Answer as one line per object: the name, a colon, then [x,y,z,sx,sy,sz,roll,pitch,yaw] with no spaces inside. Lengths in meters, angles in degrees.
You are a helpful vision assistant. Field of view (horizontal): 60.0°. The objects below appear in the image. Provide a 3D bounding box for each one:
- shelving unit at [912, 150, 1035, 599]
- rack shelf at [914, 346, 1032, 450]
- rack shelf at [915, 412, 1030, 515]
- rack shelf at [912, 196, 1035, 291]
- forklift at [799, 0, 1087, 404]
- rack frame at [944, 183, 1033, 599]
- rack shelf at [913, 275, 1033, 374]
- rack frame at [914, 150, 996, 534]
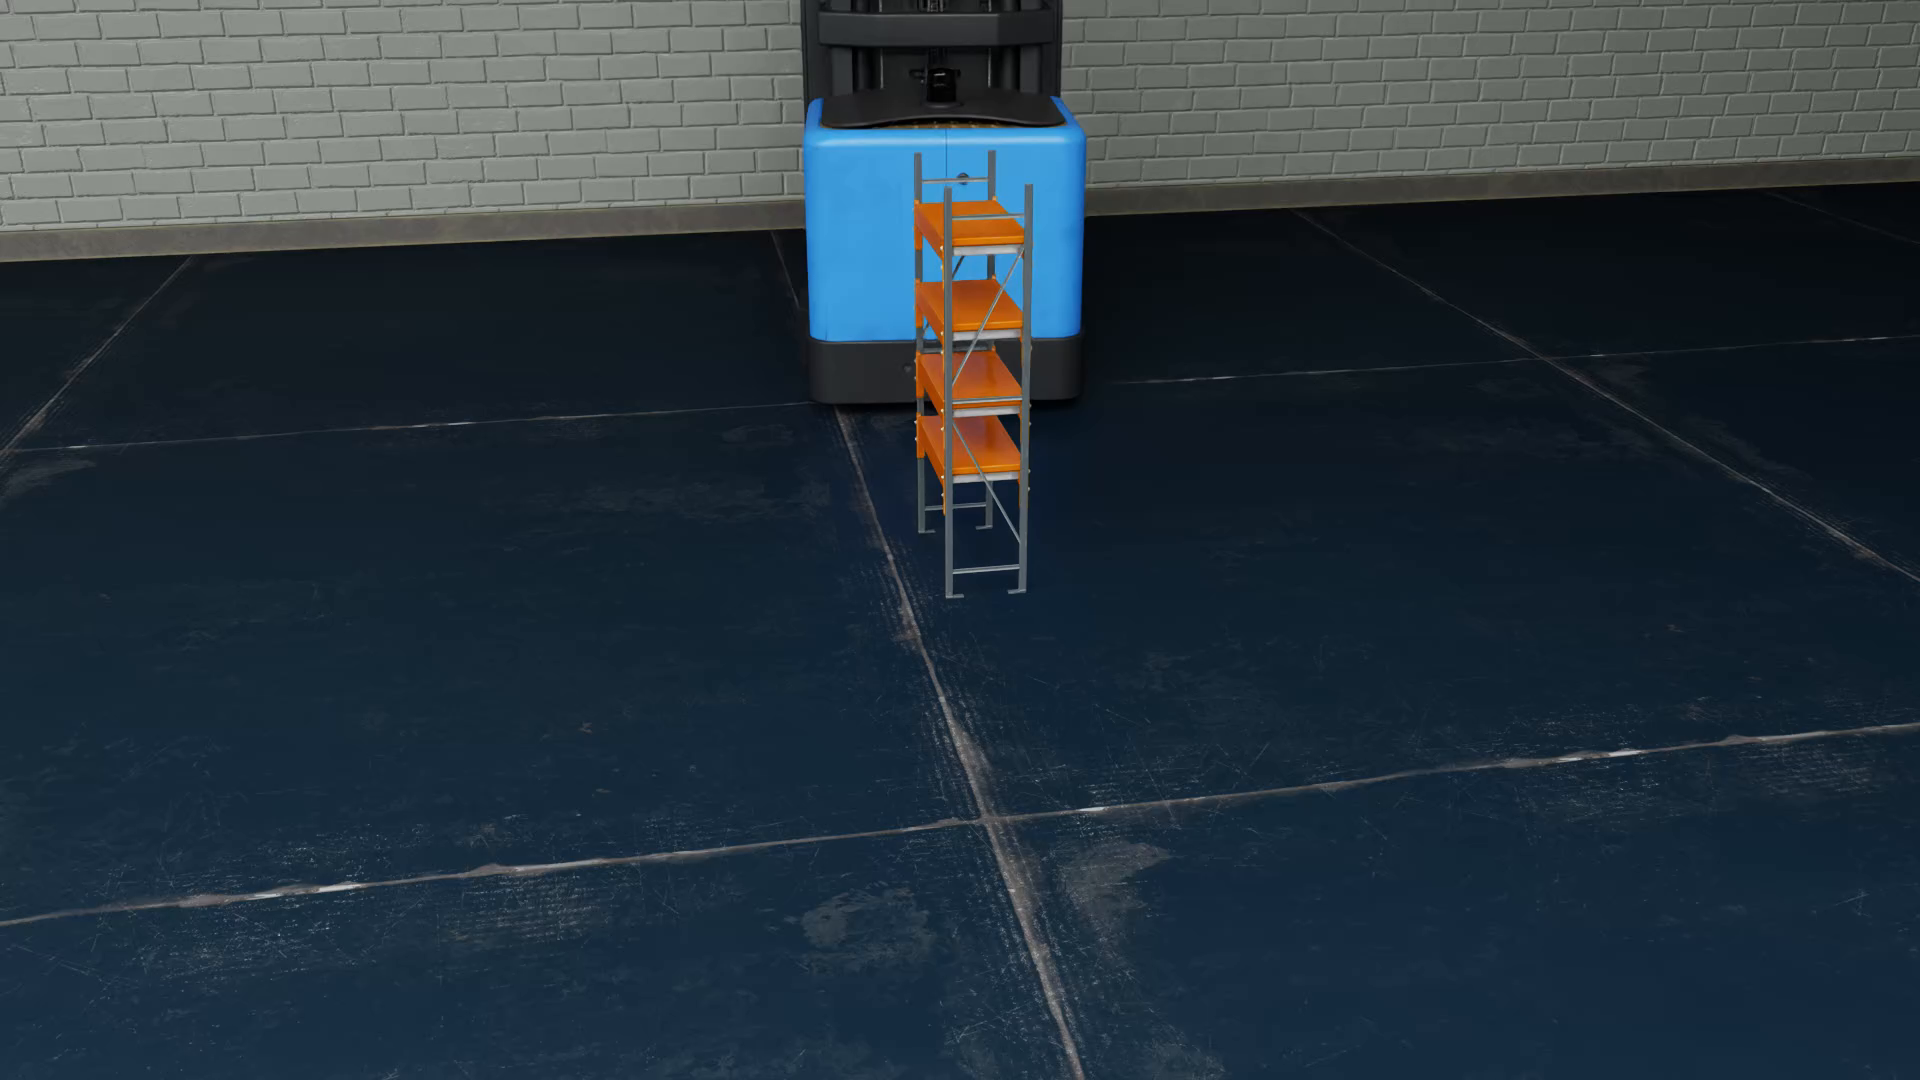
shelving unit: [0.031,-0.485,4.861,0.258,1.200,0.503,-4,24,-10]
rack shelf: [0.031,-0.423,4.888,0.258,0.148,0.480,-4,24,-10]
rack shelf: [0.031,-0.241,4.967,0.258,0.148,0.480,-4,24,-10]
rack shelf: [0.031,-0.845,4.704,0.258,0.148,0.480,-4,24,-10]
forklift: [-0.133,-2.401,7.086,1.130,2.935,3.031,-1,24,-3]
rack frame: [0.076,-0.389,4.641,0.240,1.200,0.015,-4,24,-10]
rack shelf: [0.031,-0.628,4.798,0.258,0.148,0.480,-4,24,-10]
rack frame: [-0.015,-0.581,5.081,0.240,1.200,0.015,-4,24,-10]
